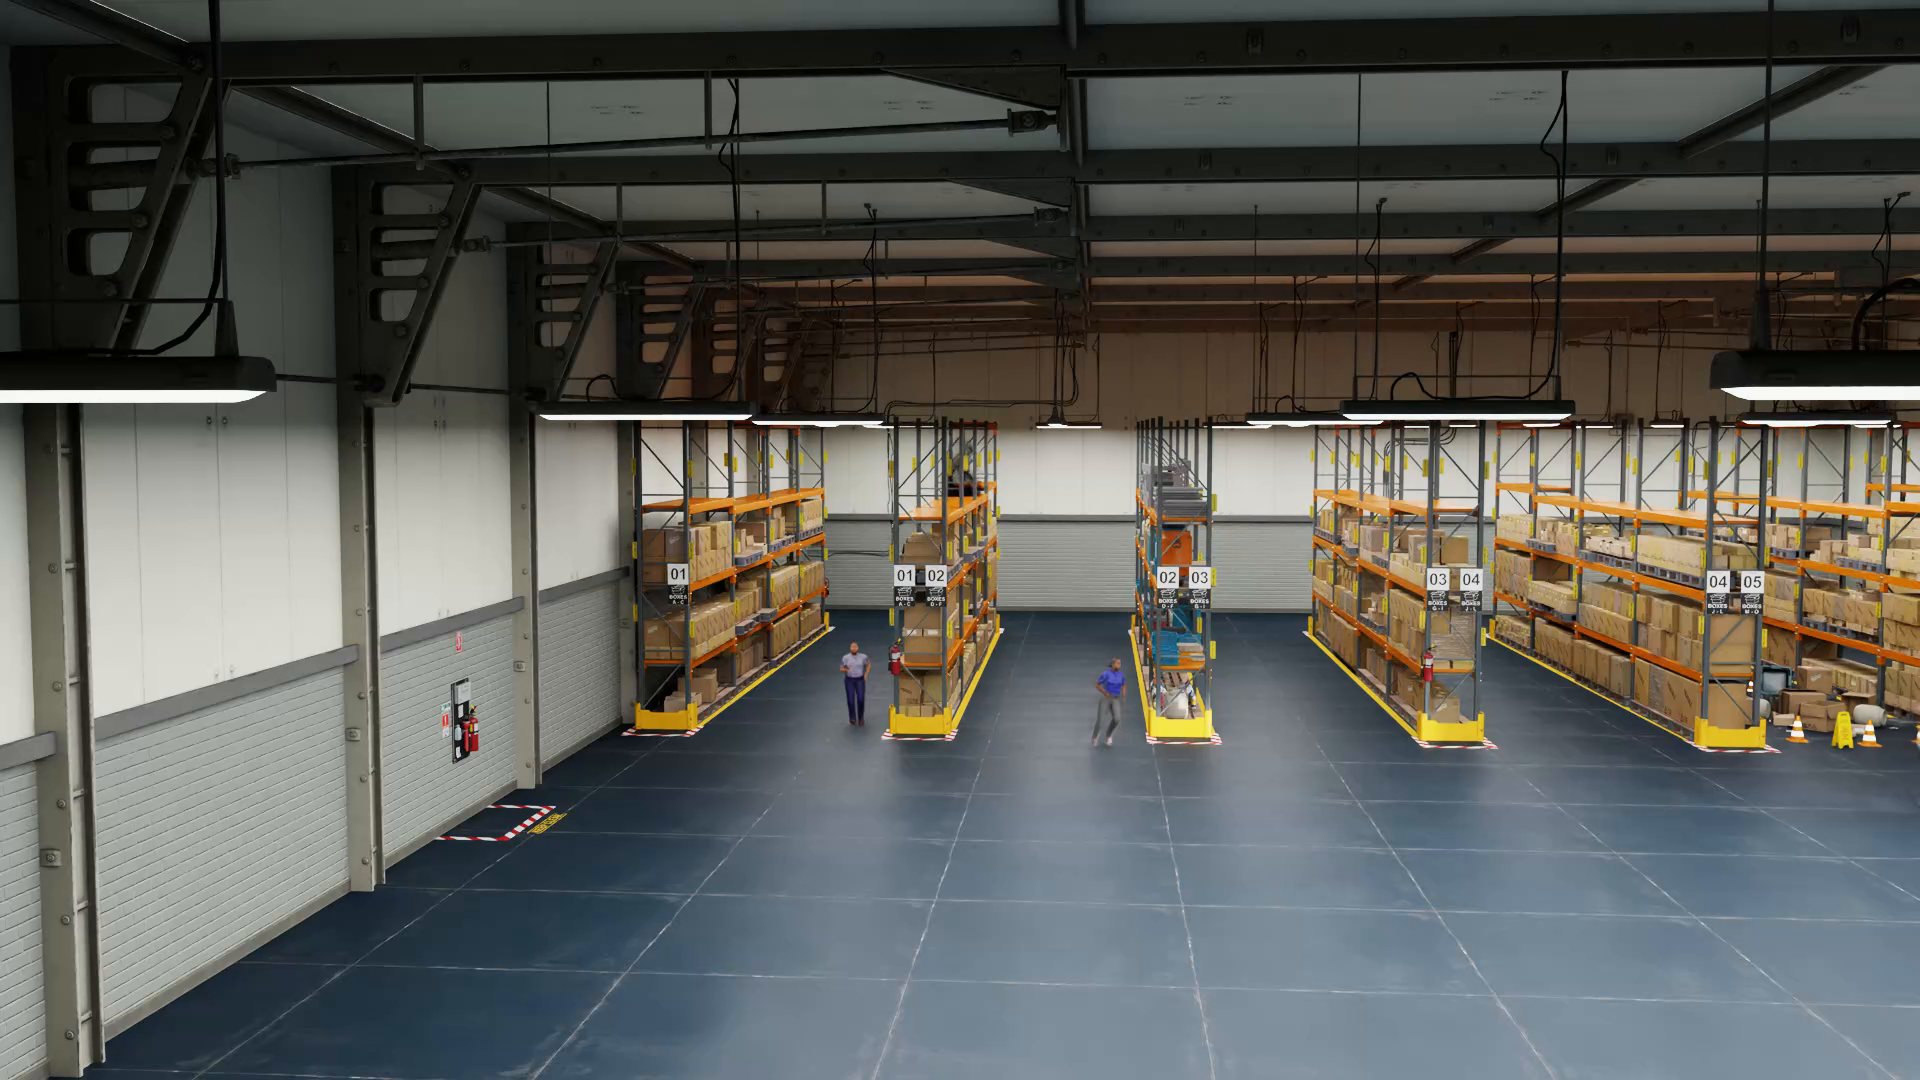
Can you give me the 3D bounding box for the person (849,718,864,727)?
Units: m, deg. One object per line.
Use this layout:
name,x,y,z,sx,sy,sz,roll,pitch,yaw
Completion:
person,-2.012,3.459,32.419,0.300,0.350,0.458,0,4,-1

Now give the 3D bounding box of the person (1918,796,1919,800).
person,14.417,3.289,24.398,0.569,1.678,0.522,3,5,35

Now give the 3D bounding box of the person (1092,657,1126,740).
person,2.786,2.910,30.376,0.659,1.511,0.564,-1,4,-12
